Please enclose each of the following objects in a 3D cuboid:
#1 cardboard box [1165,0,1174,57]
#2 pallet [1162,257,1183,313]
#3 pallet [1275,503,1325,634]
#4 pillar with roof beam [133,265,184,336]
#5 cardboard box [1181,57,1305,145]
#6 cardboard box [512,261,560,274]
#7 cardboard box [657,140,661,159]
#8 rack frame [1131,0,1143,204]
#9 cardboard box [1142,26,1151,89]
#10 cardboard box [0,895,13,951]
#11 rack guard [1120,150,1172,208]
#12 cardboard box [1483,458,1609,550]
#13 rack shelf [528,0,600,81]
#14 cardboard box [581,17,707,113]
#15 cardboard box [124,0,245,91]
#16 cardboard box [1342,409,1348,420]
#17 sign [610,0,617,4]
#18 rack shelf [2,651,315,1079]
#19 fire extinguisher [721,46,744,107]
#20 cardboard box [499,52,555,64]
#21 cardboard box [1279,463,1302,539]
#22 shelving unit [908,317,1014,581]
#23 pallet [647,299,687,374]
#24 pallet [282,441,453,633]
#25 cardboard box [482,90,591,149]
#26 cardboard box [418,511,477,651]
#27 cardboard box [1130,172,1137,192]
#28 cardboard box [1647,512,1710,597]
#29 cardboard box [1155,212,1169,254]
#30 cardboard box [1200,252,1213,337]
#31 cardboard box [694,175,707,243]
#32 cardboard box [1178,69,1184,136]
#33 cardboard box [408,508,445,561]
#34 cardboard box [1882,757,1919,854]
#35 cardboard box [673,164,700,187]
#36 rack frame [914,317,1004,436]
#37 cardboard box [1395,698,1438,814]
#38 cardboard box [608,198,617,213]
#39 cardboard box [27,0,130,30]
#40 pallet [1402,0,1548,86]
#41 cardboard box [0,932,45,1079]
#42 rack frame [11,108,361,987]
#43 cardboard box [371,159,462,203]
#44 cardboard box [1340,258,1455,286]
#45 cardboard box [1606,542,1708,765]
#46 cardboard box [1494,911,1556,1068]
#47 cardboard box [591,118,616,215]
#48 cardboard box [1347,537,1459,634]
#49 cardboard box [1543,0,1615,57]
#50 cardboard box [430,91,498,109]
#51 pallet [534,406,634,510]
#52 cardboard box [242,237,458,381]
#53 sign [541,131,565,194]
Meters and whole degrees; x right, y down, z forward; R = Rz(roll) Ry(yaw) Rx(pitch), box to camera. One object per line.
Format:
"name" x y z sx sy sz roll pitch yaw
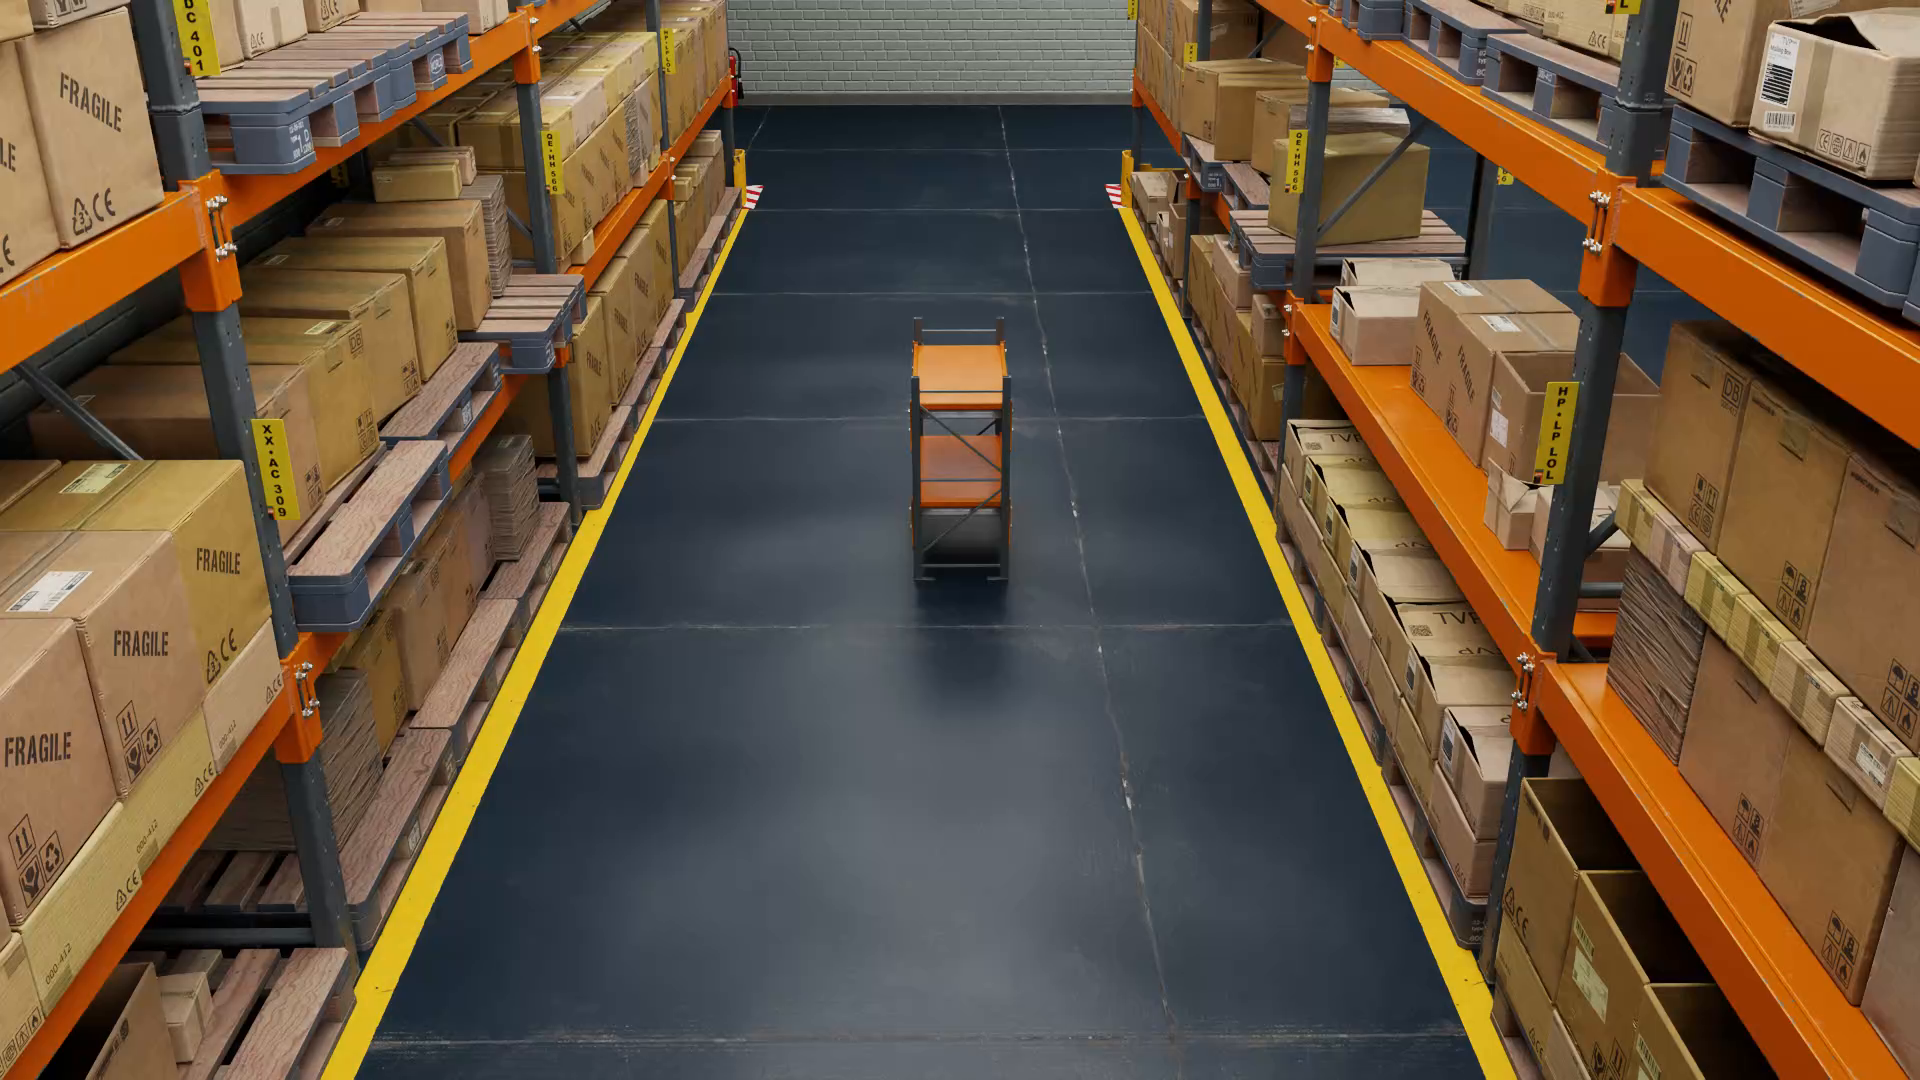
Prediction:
"cardboard box" 1.974 -4.259 13.691 0.500 0.500 0.500 0 24 0
"pallet" 2.246 -2.144 13.734 1.003 0.211 1.213 0 24 -1
"pallet" 2.266 0.127 8.714 1.003 0.211 1.213 0 24 -1
"pillar with roof beam" 0.797 -3.673 6.450 9.100 9.000 0.400 0 24 -1
"cardboard box" 2.034 -3.172 11.993 0.700 0.500 0.500 -9 26 -18
"cardboard box" -2.429 -1.491 9.187 0.380 0.149 0.250 -1 24 -1
"cardboard box" -2.414 -2.864 12.224 0.380 0.149 0.250 0 24 0
"rack frame" 2.209 -4.780 16.178 1.000 3.000 0.127 0 24 -1
"cardboard box" 1.961 -4.429 15.281 0.500 0.500 0.500 0 24 -1
"cardboard box" -2.287 0.727 3.250 0.500 0.500 0.500 0 24 1
"rack guard" 2.210 -3.609 16.624 1.175 0.500 0.348 0 24 -1
"cardboard box" 2.147 -0.135 6.072 0.396 0.266 0.258 -1 24 -2
"rack shelf" -2.679 -3.322 10.189 1.077 0.370 4.000 0 24 -1
"cardboard box" -2.711 -4.069 14.242 0.980 0.700 0.700 -1 24 -3
"cardboard box" -2.540 -1.640 4.966 0.500 0.500 0.500 3 25 7
"cardboard box" 2.566 -0.949 10.208 0.500 0.500 0.500 -1 24 -2
"sign" -3.300 -5.186 15.931 0.100 0.325 0.005 0 24 -1
"rack shelf" -2.592 1.341 3.519 1.077 0.370 4.000 0 24 -1
"fire extinguisher" -2.285 -4.615 16.360 0.296 0.674 0.183 0 24 -1
"cardboard box" -2.933 -3.027 10.886 0.500 0.250 0.500 -1 24 -2
"cardboard box" 2.008 -0.205 8.889 0.500 0.250 0.500 0 24 -1
"shelving unit" 0.000 -0.515 9.024 0.538 1.125 1.048 0 24 -1
"pallet" -2.617 -1.520 12.354 1.003 0.211 1.213 0 24 -1
"pallet" -2.476 -0.039 5.930 1.003 0.211 1.213 0 24 -1
"cardboard box" -2.411 -2.401 9.502 0.500 0.250 0.500 -1 24 -1
"cardboard box" -2.674 0.193 7.683 0.700 0.500 0.500 0 24 -1
"cardboard box" 1.870 -3.507 16.290 0.380 0.149 0.250 0 24 -1
"cardboard box" 2.152 0.039 4.615 0.380 0.149 0.250 0 24 0
"cardboard box" 1.954 -2.649 14.197 0.500 0.311 0.500 0 24 -1
"cardboard box" 2.031 -1.773 12.029 0.500 0.500 0.500 0 24 0
"cardboard box" -2.612 -2.887 14.518 0.700 0.500 0.500 0 24 1
"cardboard box" 1.990 -3.382 12.966 0.500 0.500 0.500 0 24 0
"cardboard box" -2.643 -0.119 7.463 0.500 0.250 0.500 0 24 -1
"cardboard box" 2.170 0.574 3.433 0.380 0.149 0.250 0 24 -1
"cardboard box" -2.434 -3.121 14.248 0.380 0.149 0.250 -1 24 -2
"rack frame" -0.006 -0.725 9.488 0.500 1.125 0.032 0 24 -1
"cardboard box" 2.042 0.849 6.561 0.500 0.250 0.500 -1 24 -1
"cardboard box" -2.453 -2.231 10.824 0.380 0.149 0.250 0 24 1
"cardboard box" -2.337 -1.483 3.890 0.500 0.500 0.500 -2 24 -5
"pallet" 2.408 -2.024 6.674 1.003 0.211 1.213 1 24 2
"cardboard box" -2.281 1.062 3.420 0.500 0.250 0.500 0 24 0
"rack frame" -2.614 0.189 5.192 1.000 3.000 0.127 0 24 -1
"cardboard box" -2.605 -1.726 7.985 0.380 0.149 0.250 -4 25 -9
"cardboard box" 2.256 -1.293 8.576 0.500 0.311 0.500 1 24 3
"cardboard box" 2.351 0.302 4.820 0.700 0.500 0.500 -1 24 -2
"cardboard box" 2.042 1.419 5.300 0.500 0.250 0.500 0 24 -1
"cardboard box" -2.407 -2.271 10.125 0.500 0.500 0.500 0 24 -1
"cardboard box" 2.032 0.178 7.362 0.500 0.311 0.500 -1 24 -1
"cardboard box" 2.334 -1.805 5.633 0.500 0.250 0.500 -3 24 -6
"cardboard box" -2.924 -2.390 9.479 0.500 0.250 0.500 -1 24 -2
"pallet" -2.590 -0.514 10.131 1.003 0.211 1.213 0 24 -1
"cardboard box" -2.606 -0.998 7.163 0.700 0.500 0.500 0 24 -1
"sign" -2.115 -1.957 8.629 0.100 0.325 0.005 0 24 -1
